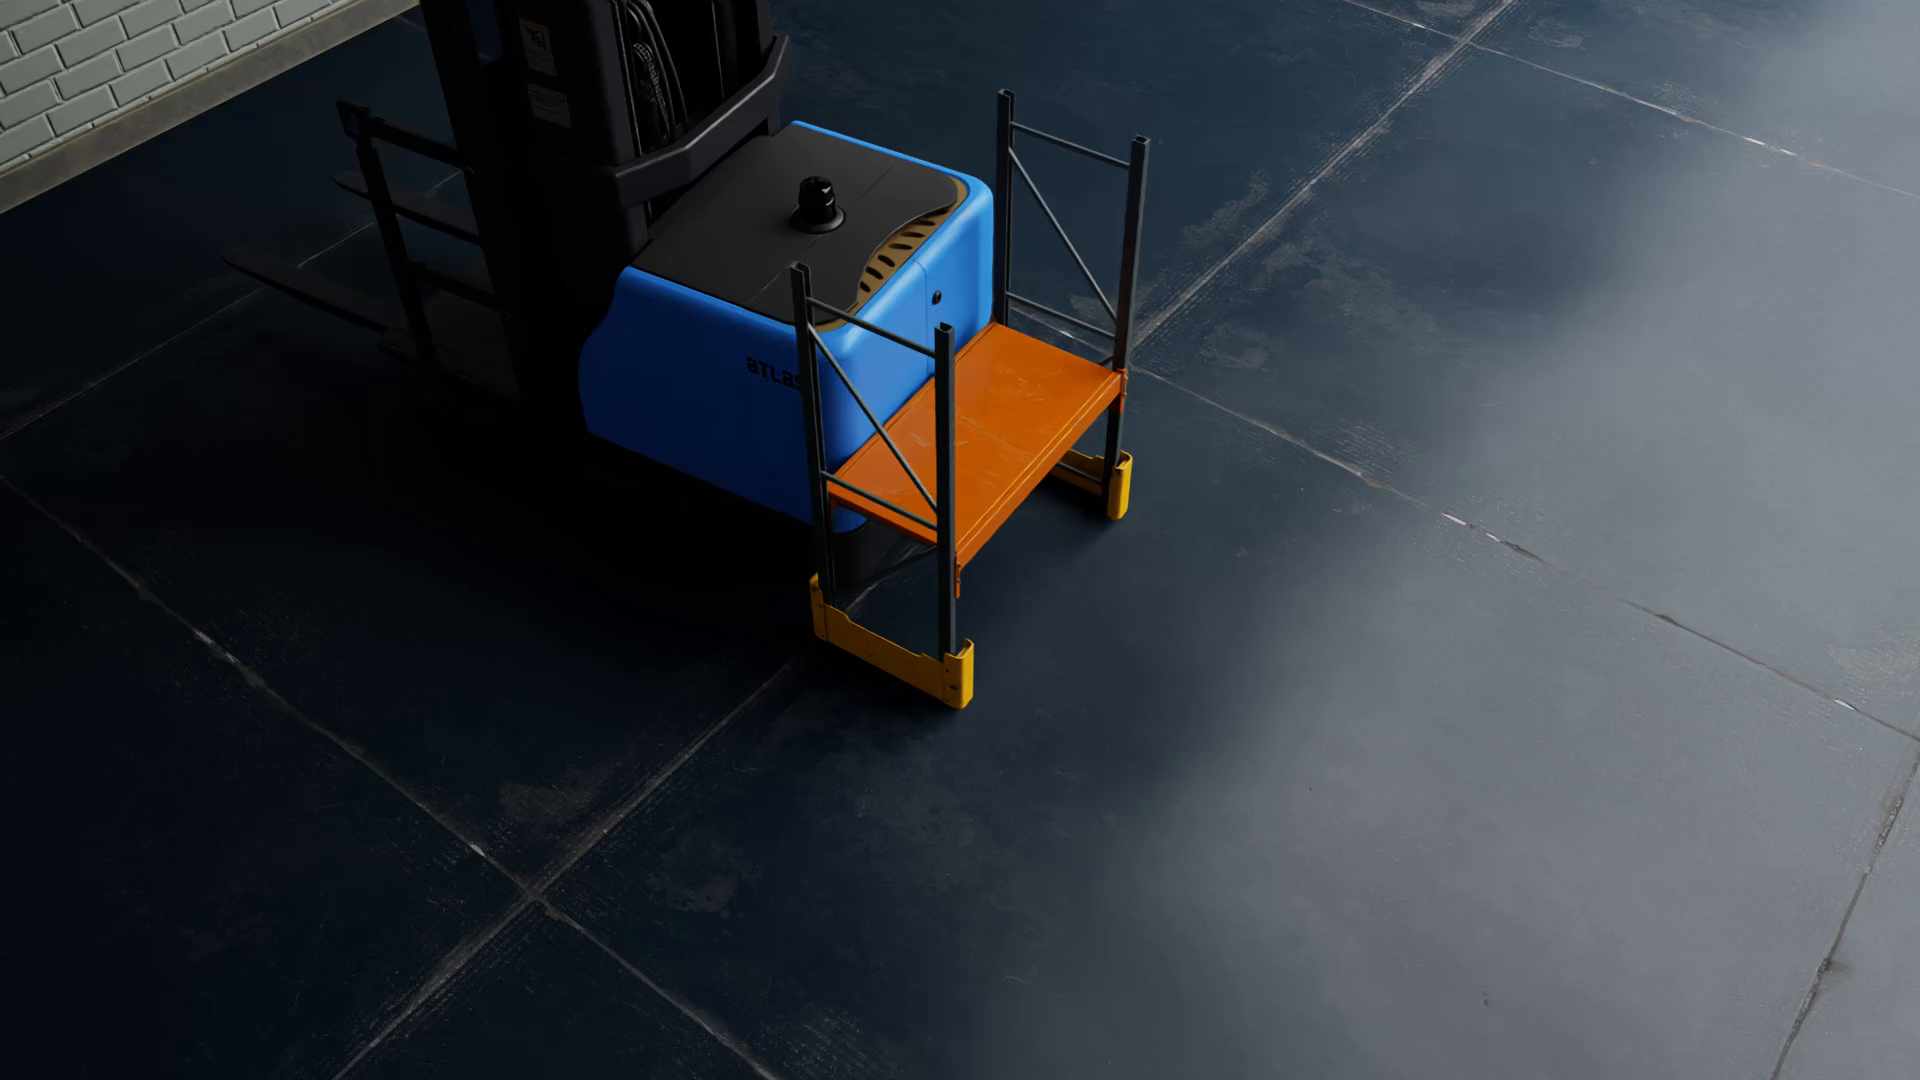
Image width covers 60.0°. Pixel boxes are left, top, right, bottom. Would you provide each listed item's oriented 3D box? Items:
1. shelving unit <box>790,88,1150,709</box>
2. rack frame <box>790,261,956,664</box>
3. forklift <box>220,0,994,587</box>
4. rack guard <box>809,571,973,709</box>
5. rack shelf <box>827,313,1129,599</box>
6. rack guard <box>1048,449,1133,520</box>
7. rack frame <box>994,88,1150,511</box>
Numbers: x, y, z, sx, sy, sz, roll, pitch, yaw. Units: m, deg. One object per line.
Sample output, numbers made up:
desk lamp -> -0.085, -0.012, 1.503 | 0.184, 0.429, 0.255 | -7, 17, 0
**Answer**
shelving unit -> 0.055, -0.421, 5.115 | 0.587, 1.500, 1.083 | 25, 51, 22
rack frame -> -0.230, -0.108, 4.816 | 0.500, 1.500, 0.032 | 25, 51, 22
forklift -> -1.415, -1.647, 5.296 | 3.031, 2.935, 1.130 | 22, 50, 20
rack guard -> -0.219, 0.312, 5.279 | 0.587, 0.250, 0.087 | 25, 51, 22
rack shelf -> 0.050, -0.291, 5.240 | 0.538, 0.185, 1.000 | 25, 51, 22
rack guard -> 0.328, -0.290, 5.854 | 0.587, 0.250, 0.087 | 25, 51, 22
rack frame -> 0.329, -0.723, 5.403 | 0.500, 1.500, 0.032 | 25, 51, 22
